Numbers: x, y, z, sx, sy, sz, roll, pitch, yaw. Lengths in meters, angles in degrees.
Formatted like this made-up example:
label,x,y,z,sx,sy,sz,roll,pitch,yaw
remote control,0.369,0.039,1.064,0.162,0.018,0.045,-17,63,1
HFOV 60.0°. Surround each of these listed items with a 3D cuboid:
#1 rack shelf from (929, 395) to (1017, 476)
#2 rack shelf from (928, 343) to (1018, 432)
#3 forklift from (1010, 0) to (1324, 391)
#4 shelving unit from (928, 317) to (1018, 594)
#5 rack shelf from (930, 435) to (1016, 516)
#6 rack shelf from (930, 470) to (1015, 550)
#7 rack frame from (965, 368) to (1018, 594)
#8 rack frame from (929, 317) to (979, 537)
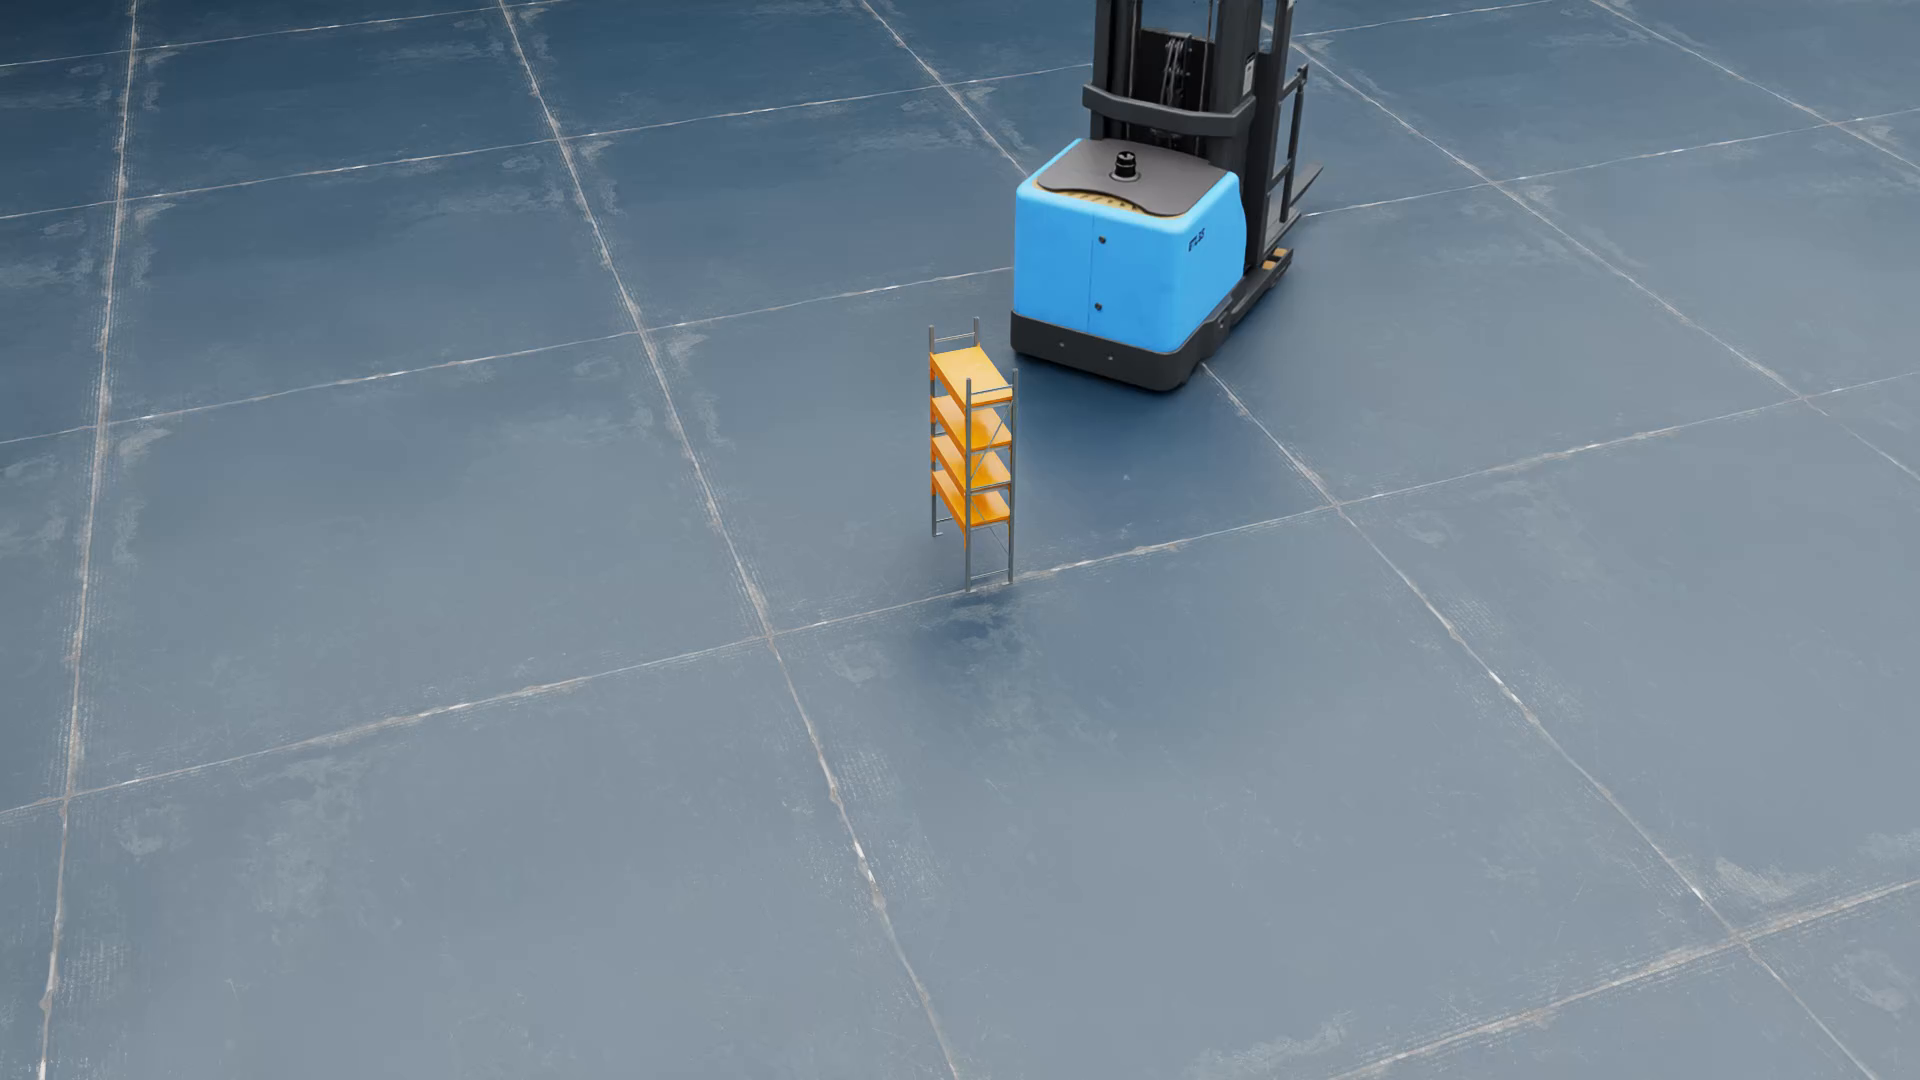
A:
label,x,y,z,sx,sy,sz,roll,pitch,yaw
rack shelf,0.057,-0.511,7.731,0.258,0.148,0.480,-12,39,-16
rack shelf,0.057,-0.700,7.589,0.258,0.148,0.480,-12,39,-16
forklift,1.453,-2.873,9.688,1.130,2.935,3.031,19,41,23
shelving unit,0.057,-0.386,7.825,0.258,1.200,0.503,-12,39,-16
rack shelf,0.057,-0.332,7.866,0.258,0.148,0.480,-12,39,-16
rack shelf,0.057,-0.173,7.985,0.258,0.148,0.480,-12,39,-16
rack frame,0.141,-0.248,7.642,0.240,1.200,0.015,-12,39,-16
rack frame,-0.027,-0.524,8.008,0.240,1.200,0.015,-12,39,-16
